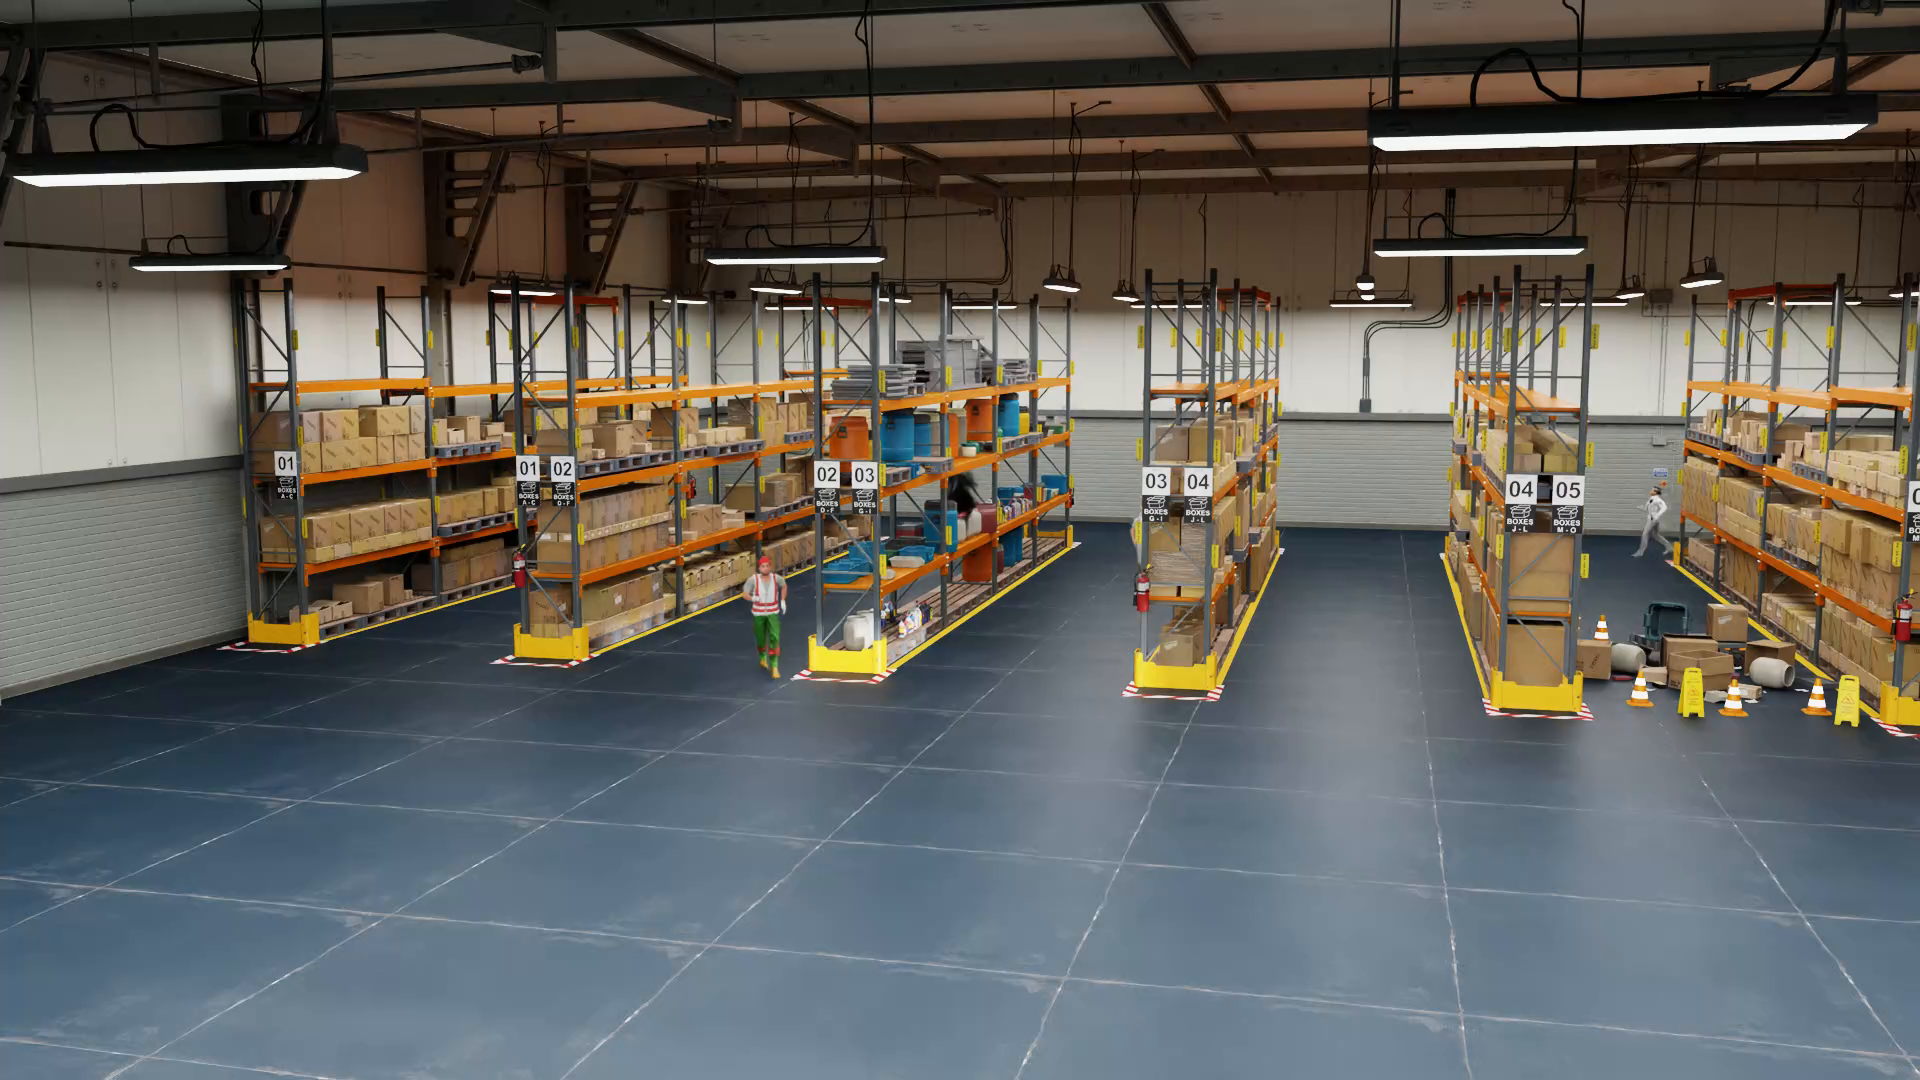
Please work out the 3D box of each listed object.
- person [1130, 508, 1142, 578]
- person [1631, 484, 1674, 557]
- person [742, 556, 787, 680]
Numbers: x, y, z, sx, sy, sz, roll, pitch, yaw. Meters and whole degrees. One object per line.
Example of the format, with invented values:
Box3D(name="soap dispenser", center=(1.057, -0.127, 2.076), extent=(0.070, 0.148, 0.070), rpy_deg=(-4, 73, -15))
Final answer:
Box3D(name="person", center=(3.799, 0.093, 34.274), extent=(0.573, 1.634, 0.536), rpy_deg=(1, 7, 5))
Box3D(name="person", center=(15.946, -0.440, 38.216), extent=(0.930, 1.691, 0.605), rpy_deg=(2, 7, 18))
Box3D(name="person", center=(-2.925, 1.137, 24.972), extent=(0.676, 1.820, 0.882), rpy_deg=(-1, 7, -9))
